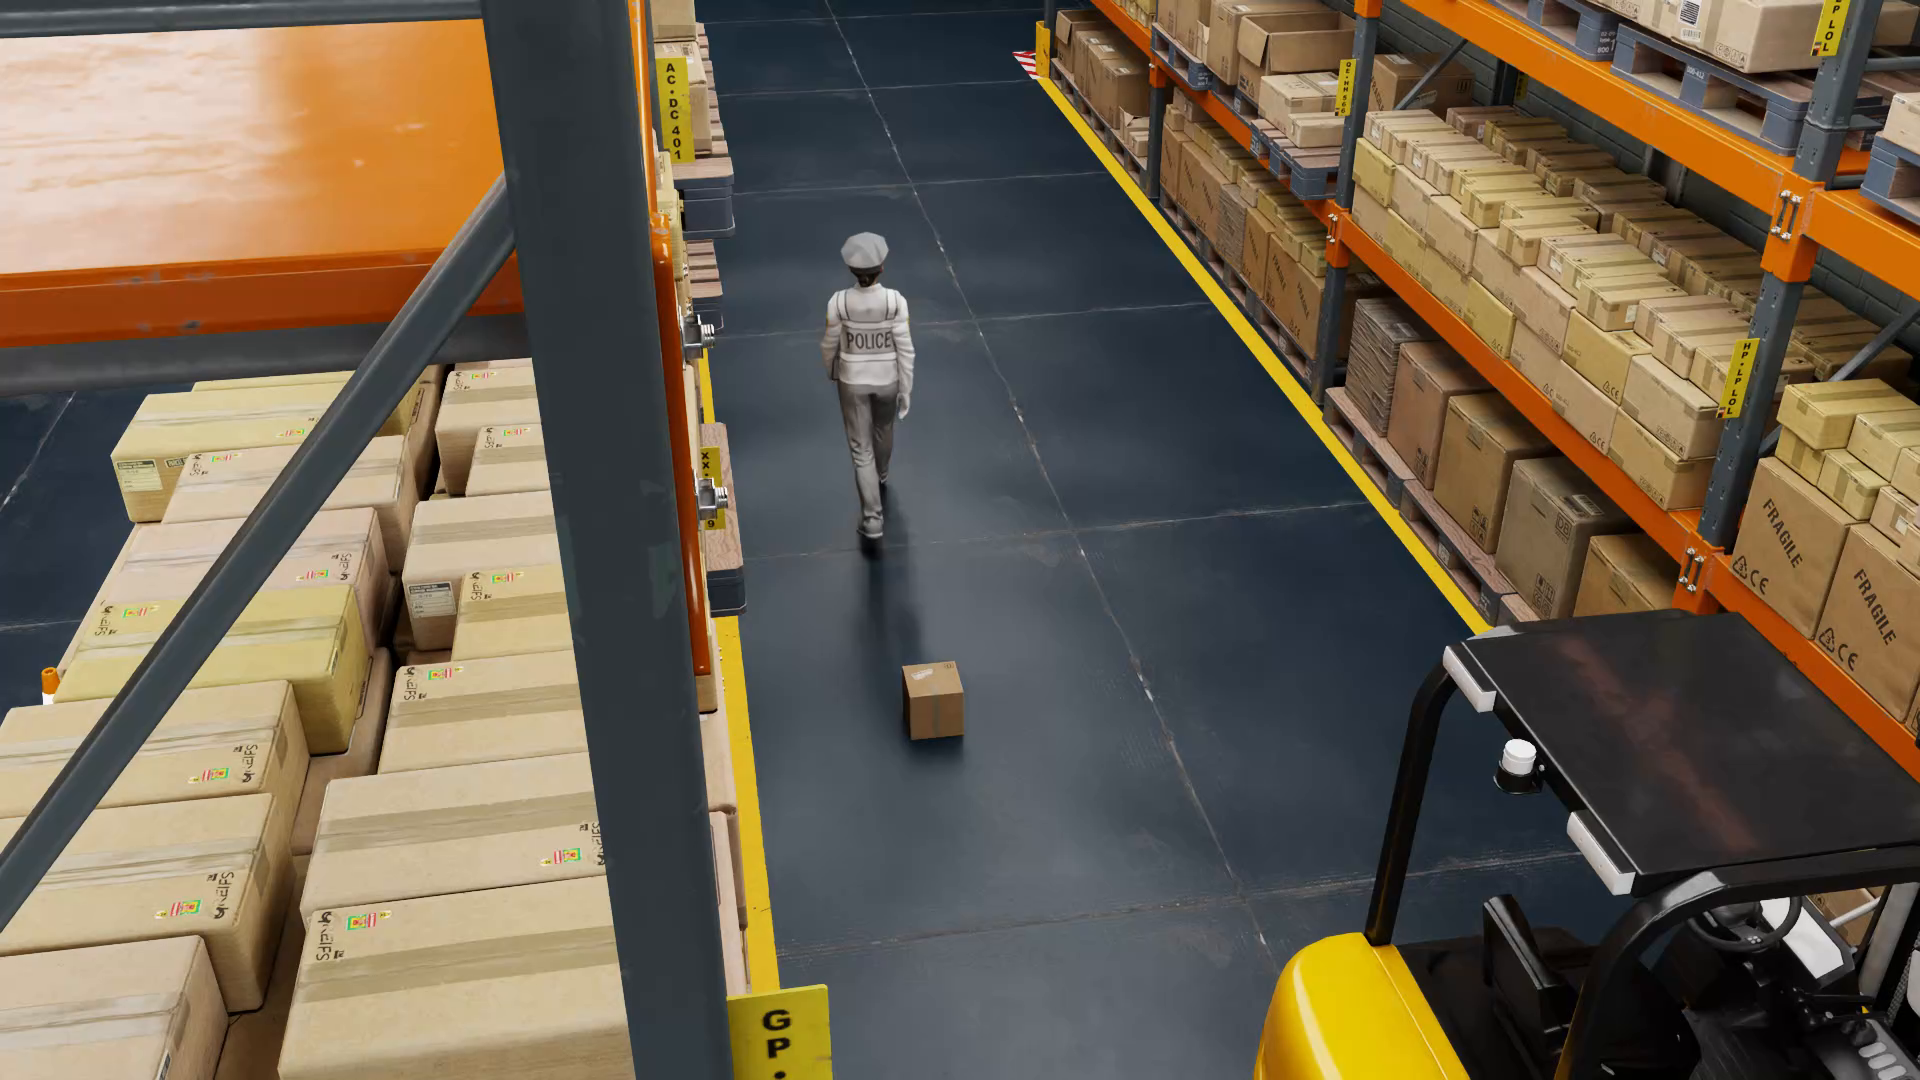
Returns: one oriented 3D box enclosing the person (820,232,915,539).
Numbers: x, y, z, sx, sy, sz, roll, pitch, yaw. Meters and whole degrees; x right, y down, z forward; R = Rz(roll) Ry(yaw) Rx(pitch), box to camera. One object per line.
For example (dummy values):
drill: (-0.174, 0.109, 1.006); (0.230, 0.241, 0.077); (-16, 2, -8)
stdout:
person: (-0.511, -0.901, 9.099); (0.490, 1.630, 1.017); (-6, 31, -9)
